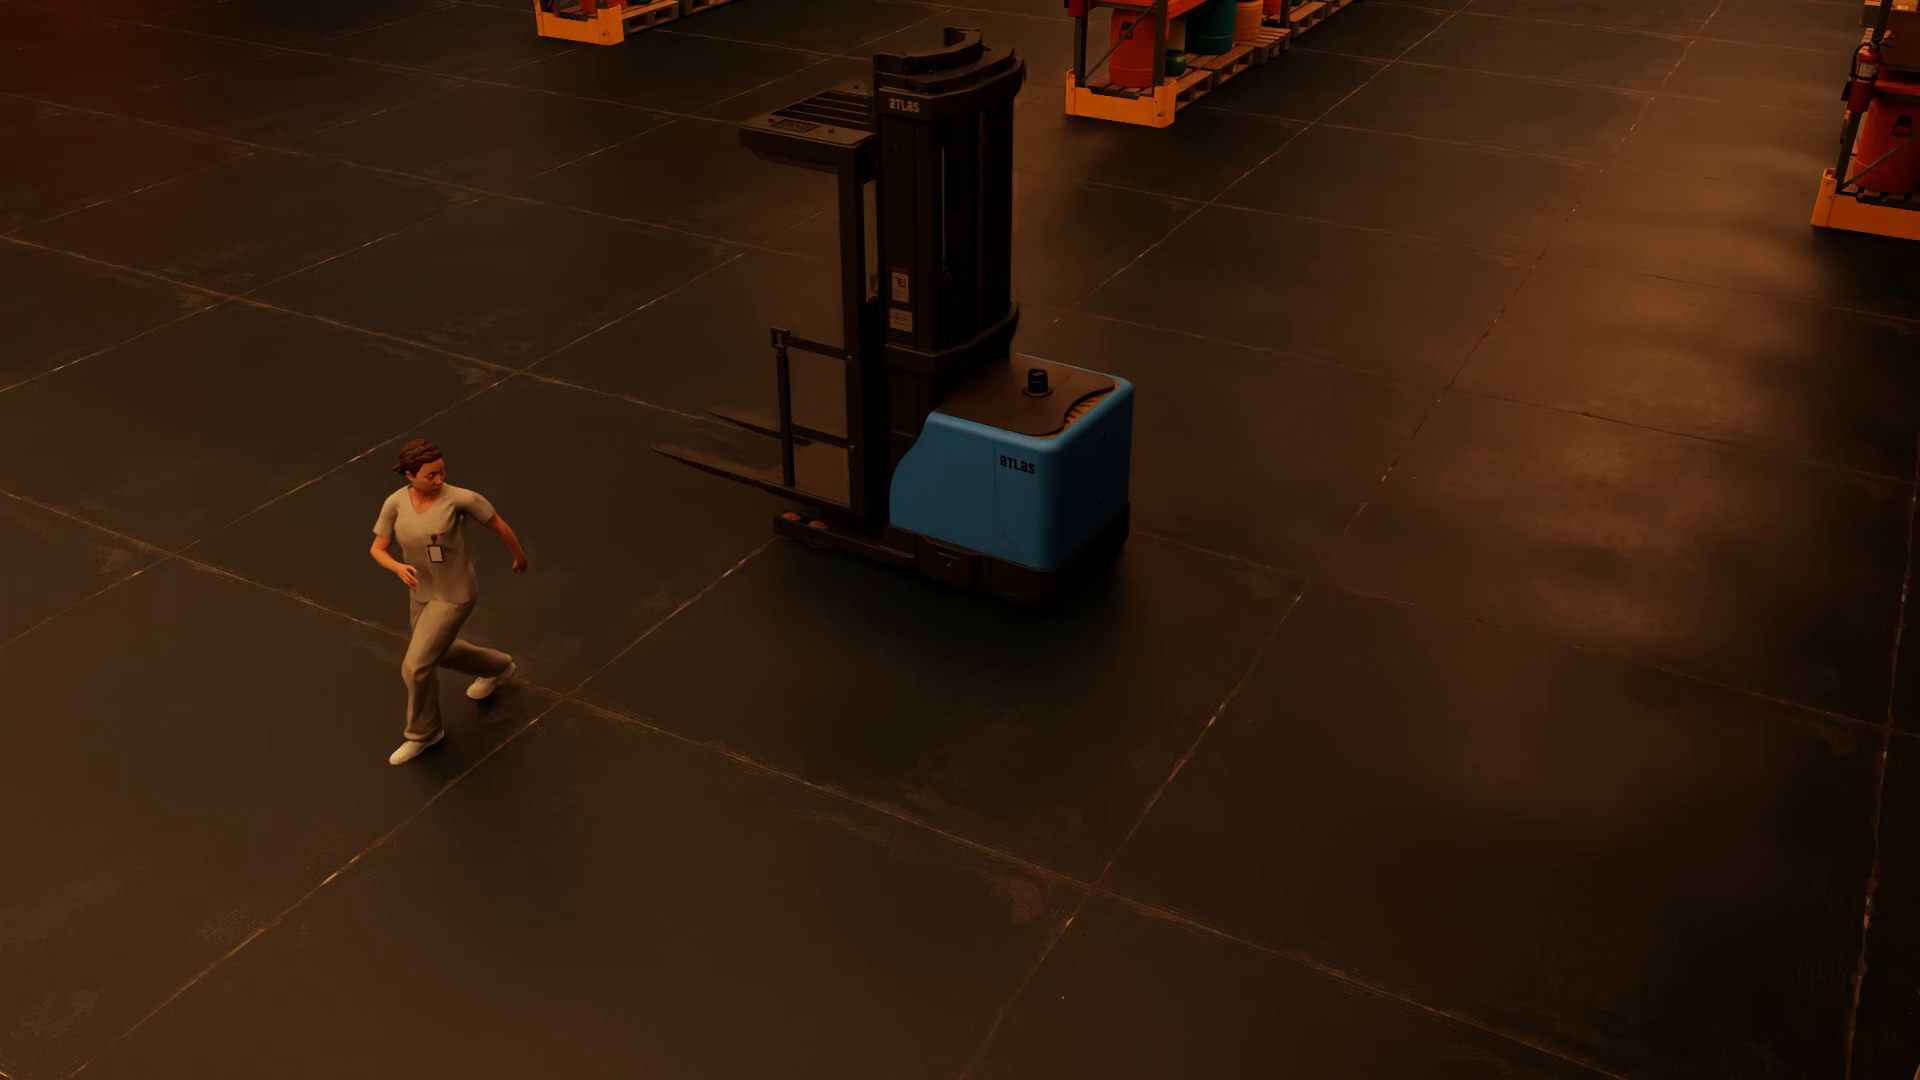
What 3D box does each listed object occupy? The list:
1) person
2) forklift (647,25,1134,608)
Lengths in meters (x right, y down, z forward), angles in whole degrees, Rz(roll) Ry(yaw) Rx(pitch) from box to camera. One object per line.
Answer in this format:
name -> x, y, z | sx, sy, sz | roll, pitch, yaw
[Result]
person -> -2.510, 0.249, 8.016 | 0.471, 1.595, 0.852 | 15, 33, 24
forklift -> -0.527, -1.425, 9.539 | 3.031, 2.935, 1.130 | 17, 34, 27
